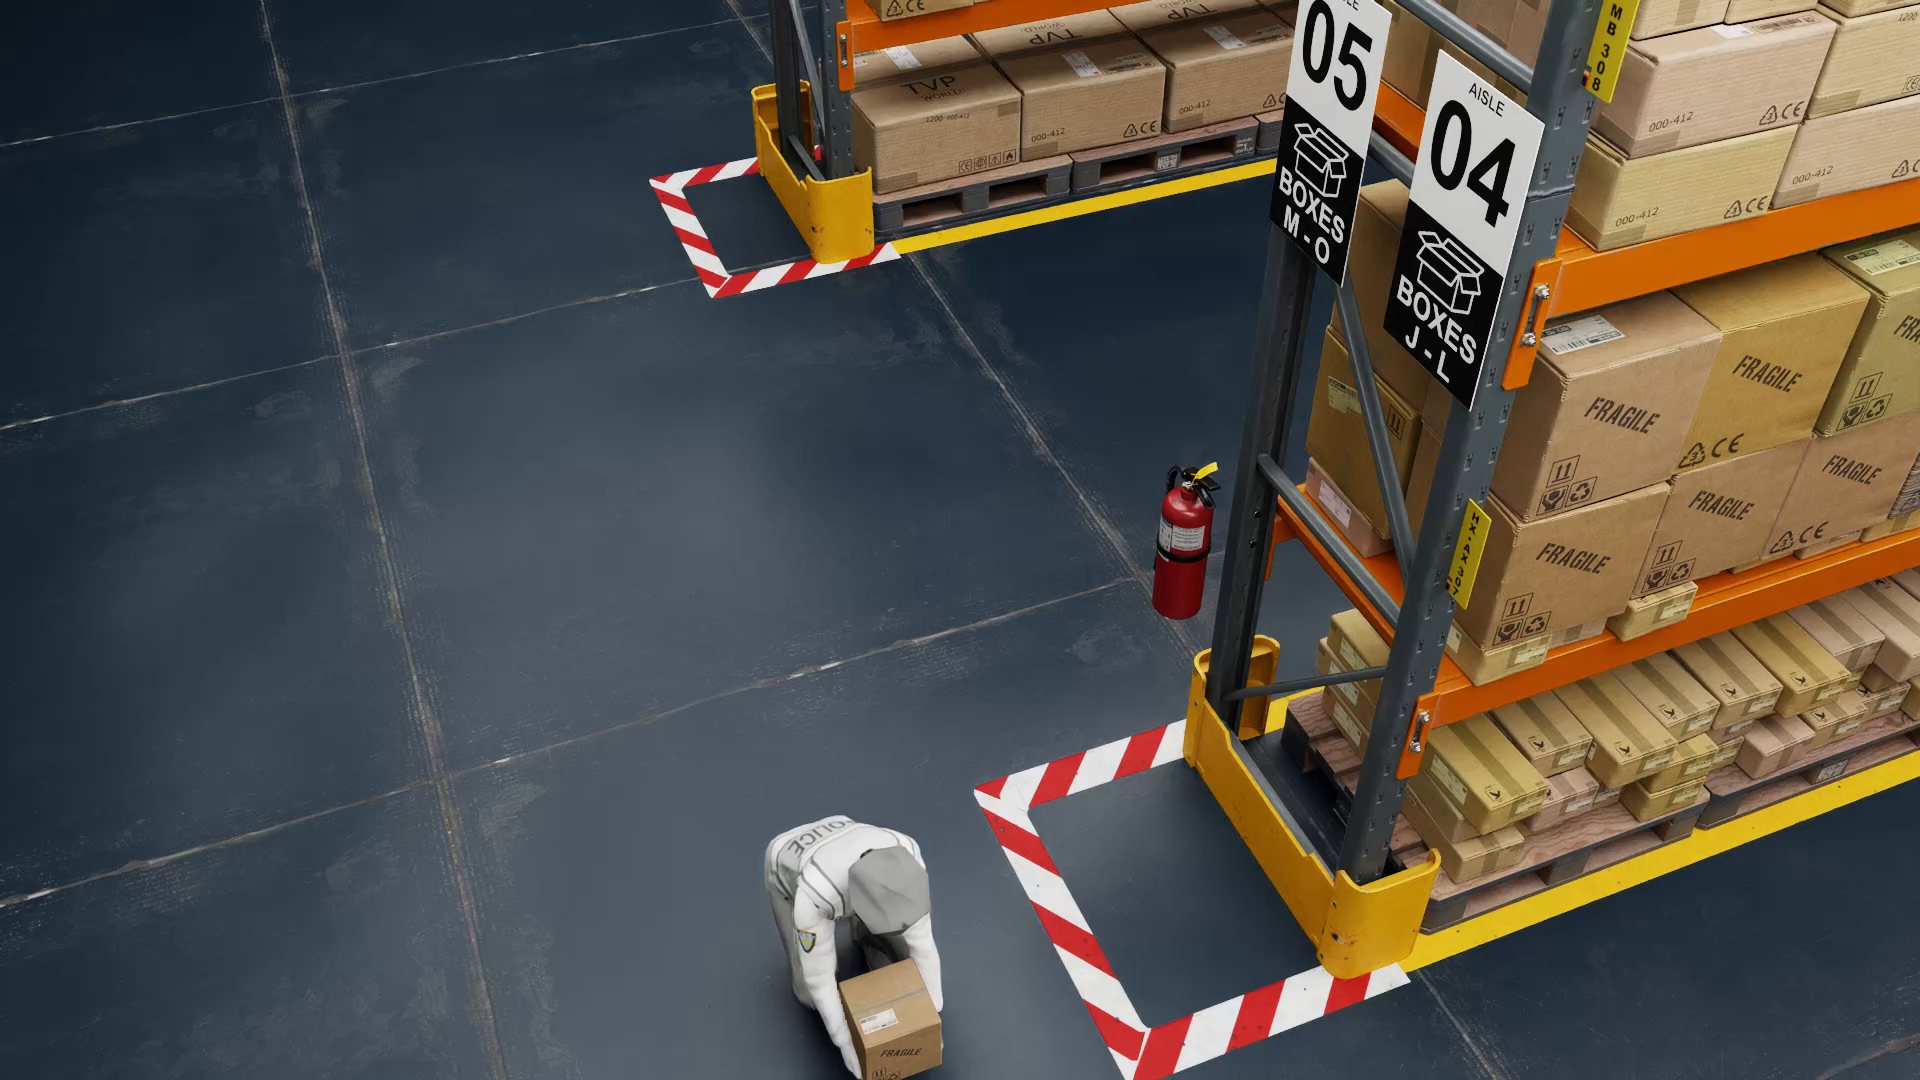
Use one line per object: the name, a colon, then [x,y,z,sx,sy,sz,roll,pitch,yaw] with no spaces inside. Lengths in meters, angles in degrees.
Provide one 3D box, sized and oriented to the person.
person: [-0.345,1.206,5.347,0.470,0.977,0.832,-16,44,-17]
